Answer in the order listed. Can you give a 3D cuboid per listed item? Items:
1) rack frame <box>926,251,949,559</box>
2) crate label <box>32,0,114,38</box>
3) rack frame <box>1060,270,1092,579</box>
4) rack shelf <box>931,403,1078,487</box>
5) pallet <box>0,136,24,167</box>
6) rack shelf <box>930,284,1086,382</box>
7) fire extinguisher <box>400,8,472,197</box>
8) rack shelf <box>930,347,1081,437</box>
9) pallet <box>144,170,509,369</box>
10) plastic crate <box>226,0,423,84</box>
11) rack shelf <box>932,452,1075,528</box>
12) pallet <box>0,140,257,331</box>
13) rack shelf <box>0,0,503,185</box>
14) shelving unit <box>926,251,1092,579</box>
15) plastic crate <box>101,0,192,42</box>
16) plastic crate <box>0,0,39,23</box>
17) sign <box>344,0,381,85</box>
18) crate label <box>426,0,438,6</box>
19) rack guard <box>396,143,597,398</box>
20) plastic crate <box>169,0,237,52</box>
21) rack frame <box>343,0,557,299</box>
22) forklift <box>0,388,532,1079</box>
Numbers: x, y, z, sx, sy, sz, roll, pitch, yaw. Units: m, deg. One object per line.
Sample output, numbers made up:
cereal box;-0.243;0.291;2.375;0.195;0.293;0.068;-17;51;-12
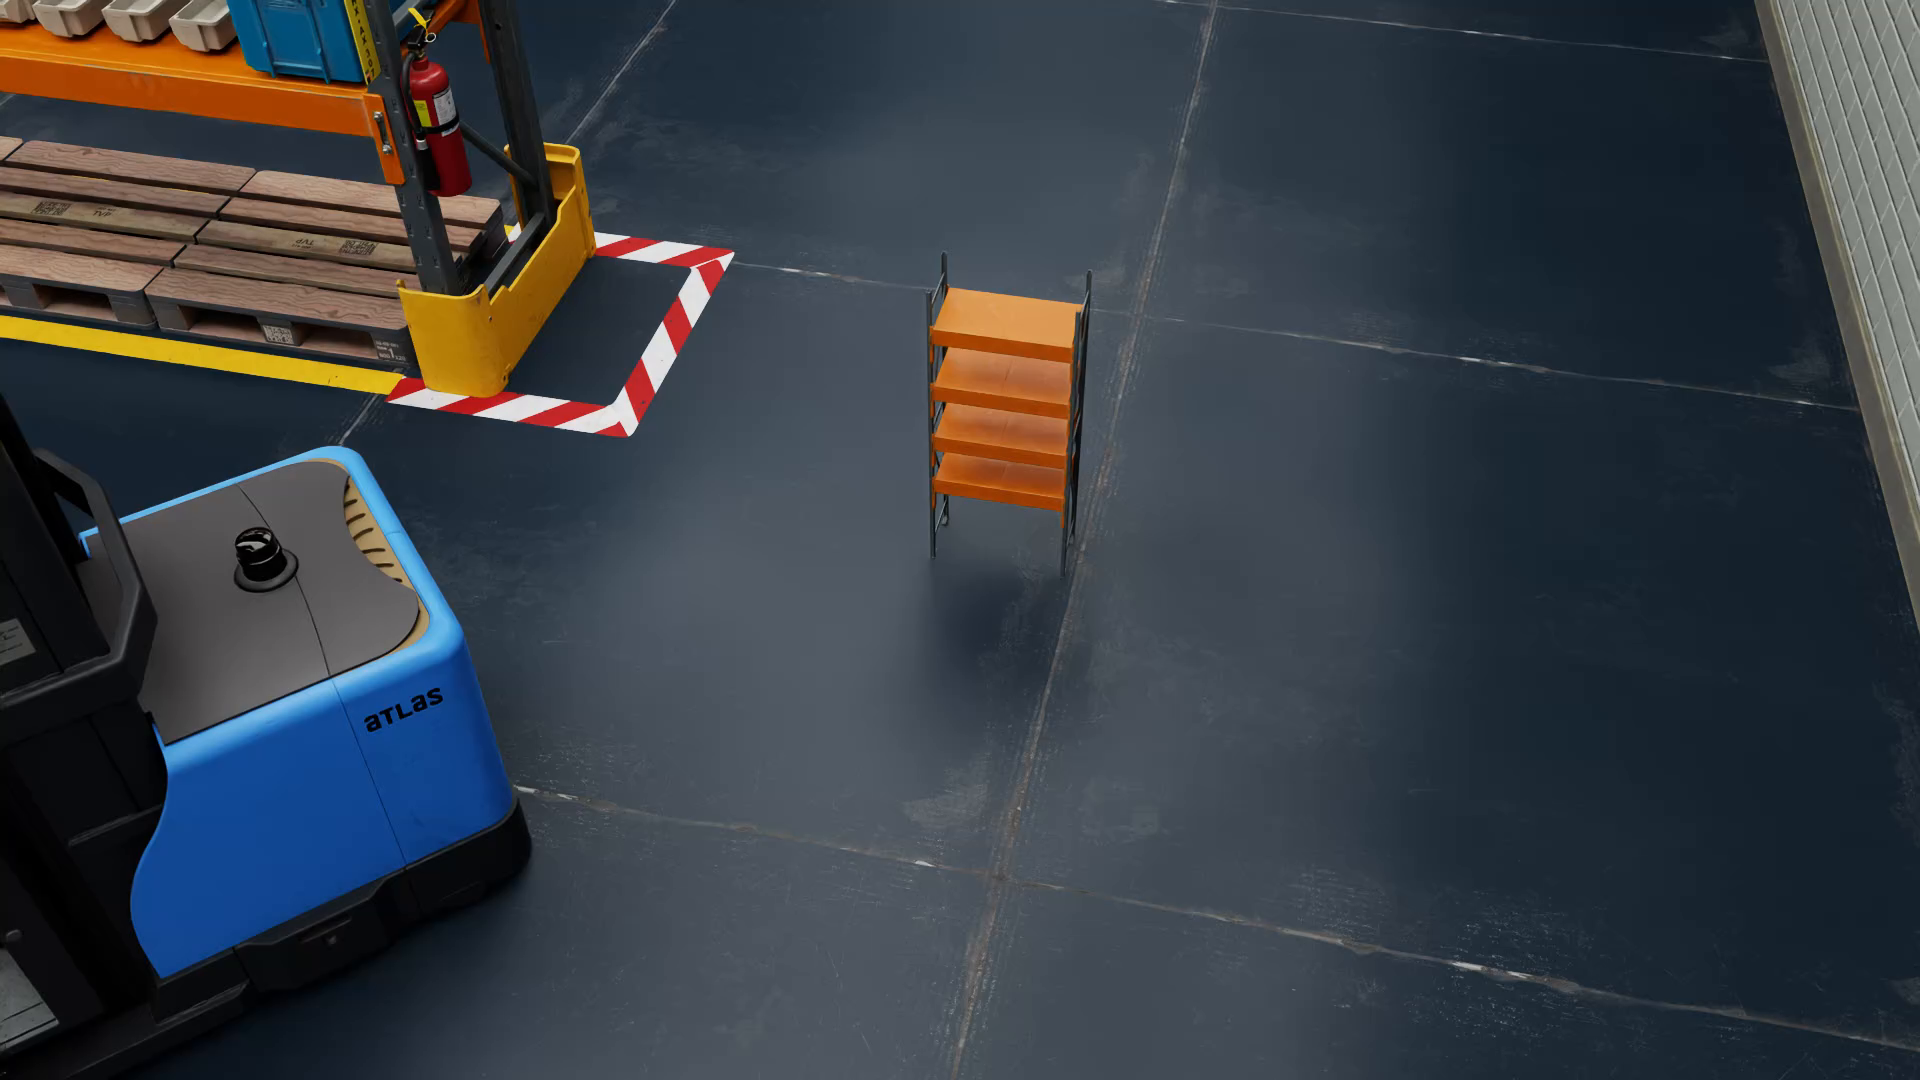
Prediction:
rack frame;-0.077;-0.444;5.846;0.015;1.200;0.240;9;45;9
crate label;-3.369;-2.080;6.395;0.243;0.136;0.396;9;45;9
rack frame;0.400;-0.370;5.769;0.015;1.200;0.240;9;45;9
rack shelf;0.162;-0.359;5.855;0.480;0.148;0.258;9;45;9
pallet;-5.154;-1.589;7.749;1.213;0.211;1.003;9;45;9
rack shelf;0.162;-0.690;5.535;0.480;0.148;0.258;9;45;9
fire extinguisher;-1.929;-1.581;6.054;0.183;0.674;0.296;9;45;9
rack shelf;0.162;-0.520;5.699;0.480;0.148;0.258;9;45;9
pallet;-2.773;-1.220;7.365;1.213;0.211;1.003;9;45;9
plastic crate;-2.344;-2.032;6.129;0.499;0.435;0.616;9;45;9
rack shelf;0.162;-0.216;5.992;0.480;0.148;0.258;9;45;9
pallet;-3.960;-1.406;7.558;1.213;0.211;1.003;9;45;9
rack shelf;-3.928;-2.117;6.805;4.000;0.370;1.077;9;45;9
shelving unit;0.162;-0.407;5.808;0.503;1.200;0.258;9;45;9
plastic crate;-3.092;-2.054;6.368;0.243;0.136;0.396;9;45;9
plastic crate;-3.662;-2.112;6.429;0.250;0.136;0.298;9;45;9
sign;-2.081;-1.757;5.795;0.005;0.325;0.100;9;45;9
crate label;-2.146;-2.295;6.549;0.303;0.233;0.416;9;45;9
rack guard;-1.950;-1.178;7.113;0.348;0.500;1.175;9;45;9
plastic crate;-2.812;-2.001;6.313;0.243;0.136;0.396;9;45;9
rack frame;-1.977;-2.073;6.241;0.127;3.000;1.000;9;45;9
forklift;-2.844;0.243;3.884;3.031;2.935;1.130;-24;49;-23
